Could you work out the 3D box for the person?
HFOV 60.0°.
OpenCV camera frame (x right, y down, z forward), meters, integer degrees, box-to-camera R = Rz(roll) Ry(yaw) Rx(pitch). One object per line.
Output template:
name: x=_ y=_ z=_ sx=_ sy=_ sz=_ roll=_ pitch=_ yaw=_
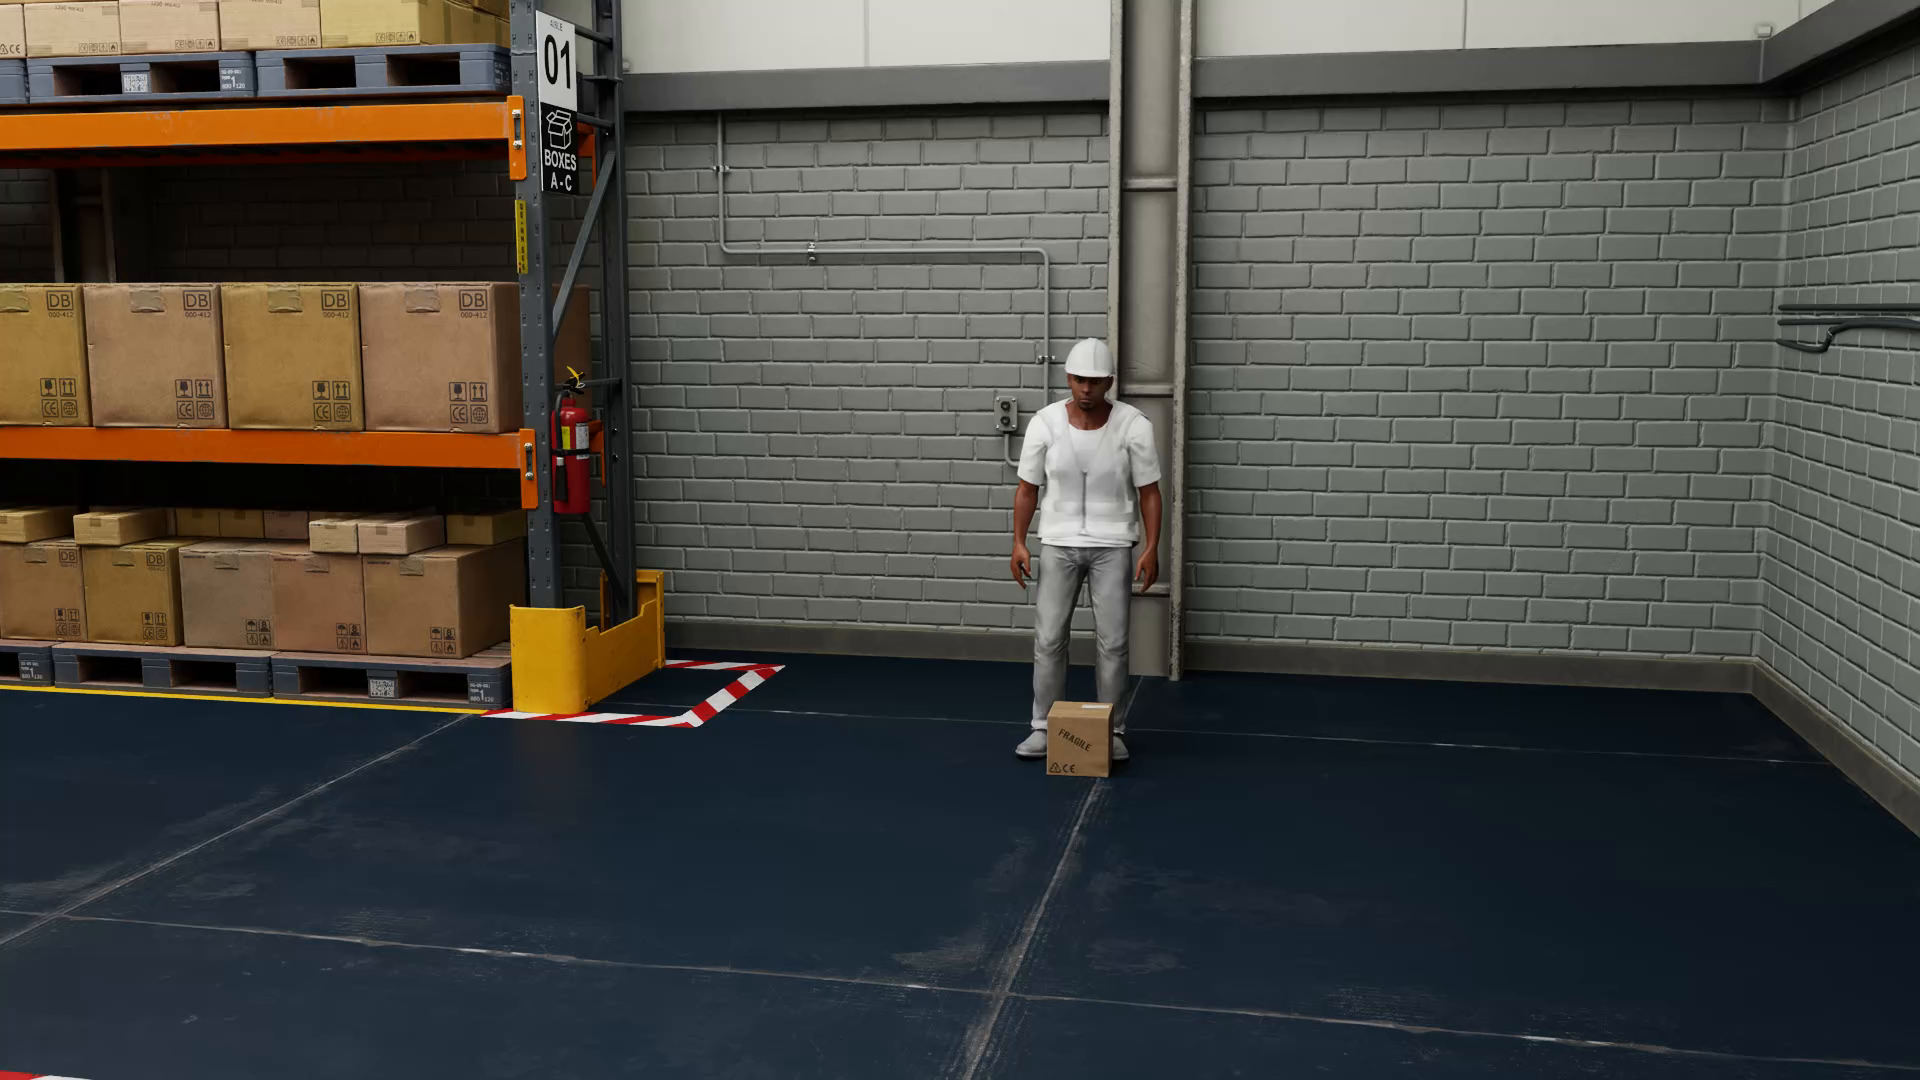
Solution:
person: x=0.525 y=-0.309 z=6.910 sx=0.627 sy=1.057 sz=0.456 roll=2 pitch=8 yaw=12
